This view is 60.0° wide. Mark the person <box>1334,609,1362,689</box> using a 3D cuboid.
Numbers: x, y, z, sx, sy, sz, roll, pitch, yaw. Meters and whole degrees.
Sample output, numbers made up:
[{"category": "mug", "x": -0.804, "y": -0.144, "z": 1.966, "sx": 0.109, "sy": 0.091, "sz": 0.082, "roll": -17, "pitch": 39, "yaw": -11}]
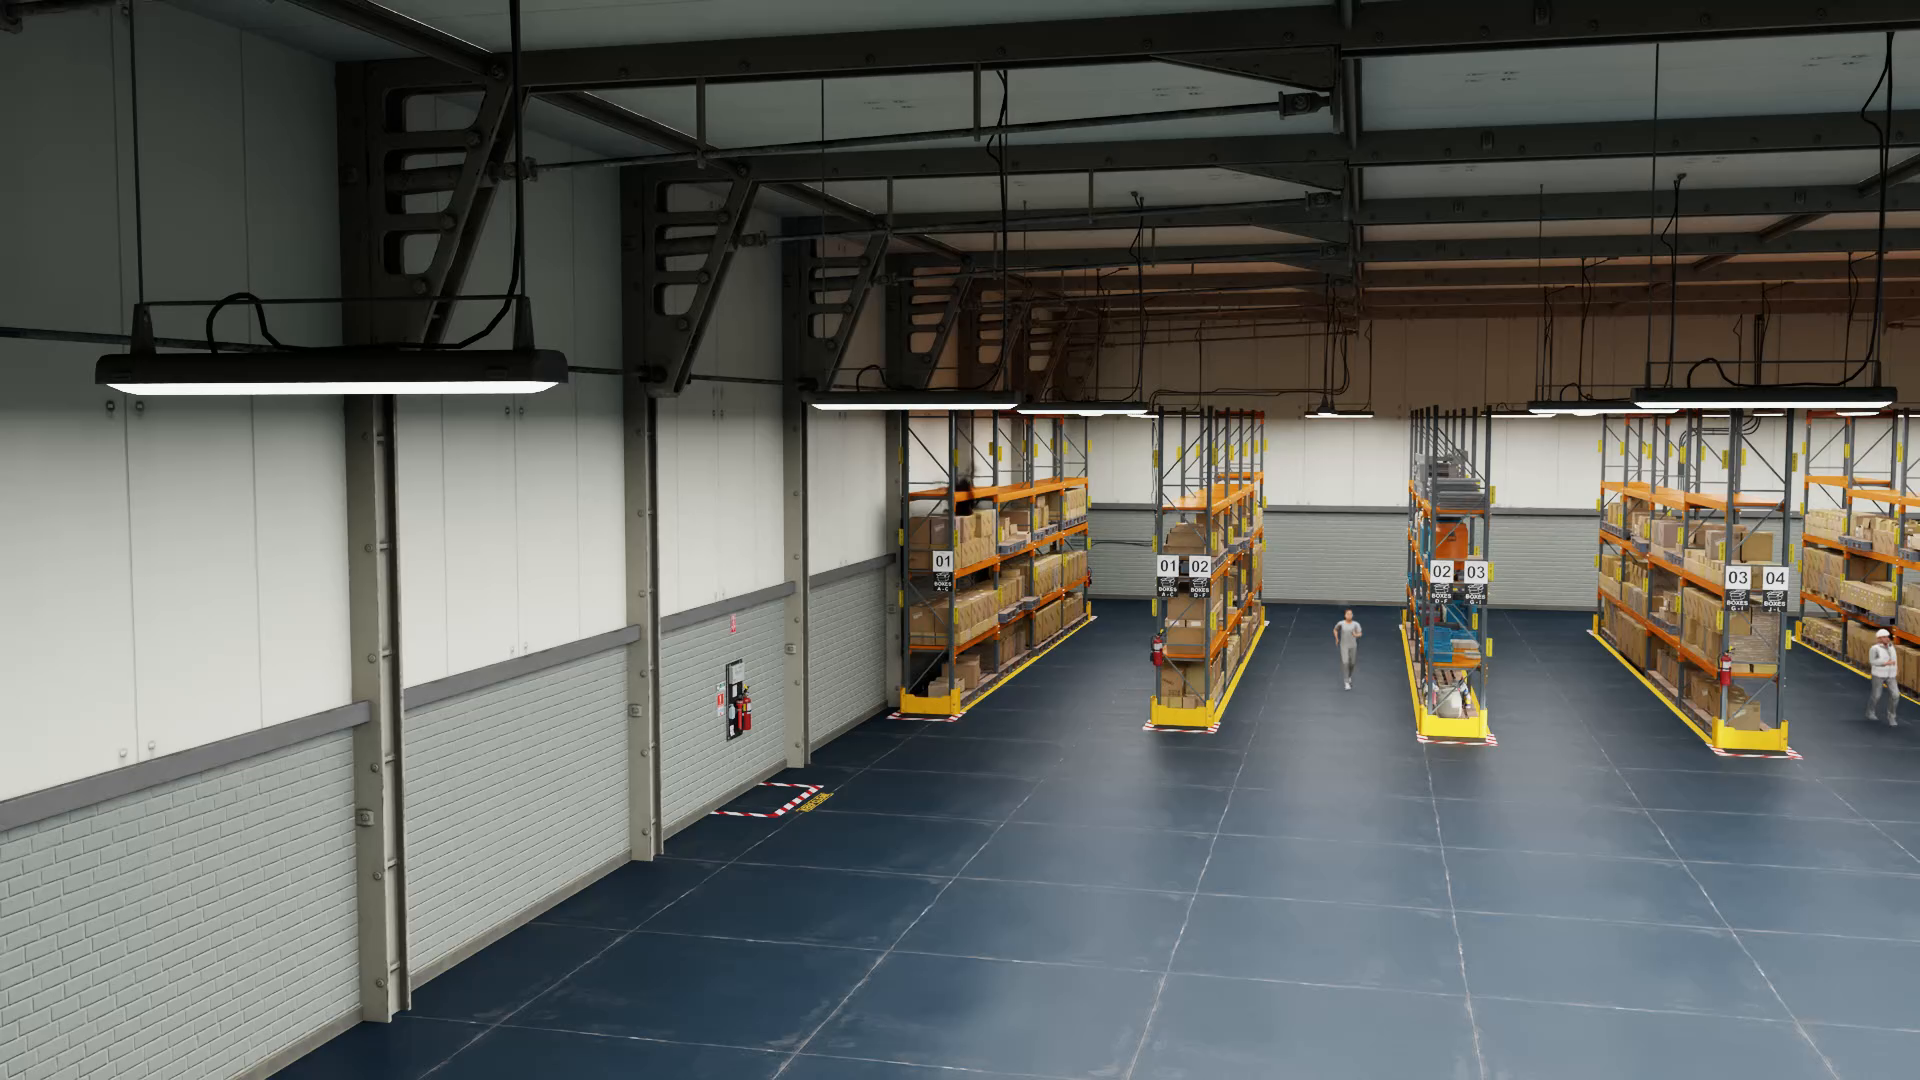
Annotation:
[{"category": "person", "x": 8.323, "y": 2.304, "z": 35.653, "sx": 0.560, "sy": 1.665, "sz": 0.960, "roll": 0, "pitch": 4, "yaw": 4}]

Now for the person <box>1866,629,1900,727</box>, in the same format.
[{"category": "person", "x": 17.395, "y": 2.590, "z": 31.320, "sx": 0.622, "sy": 1.828, "sz": 0.759, "roll": 0, "pitch": 4, "yaw": 0}]
